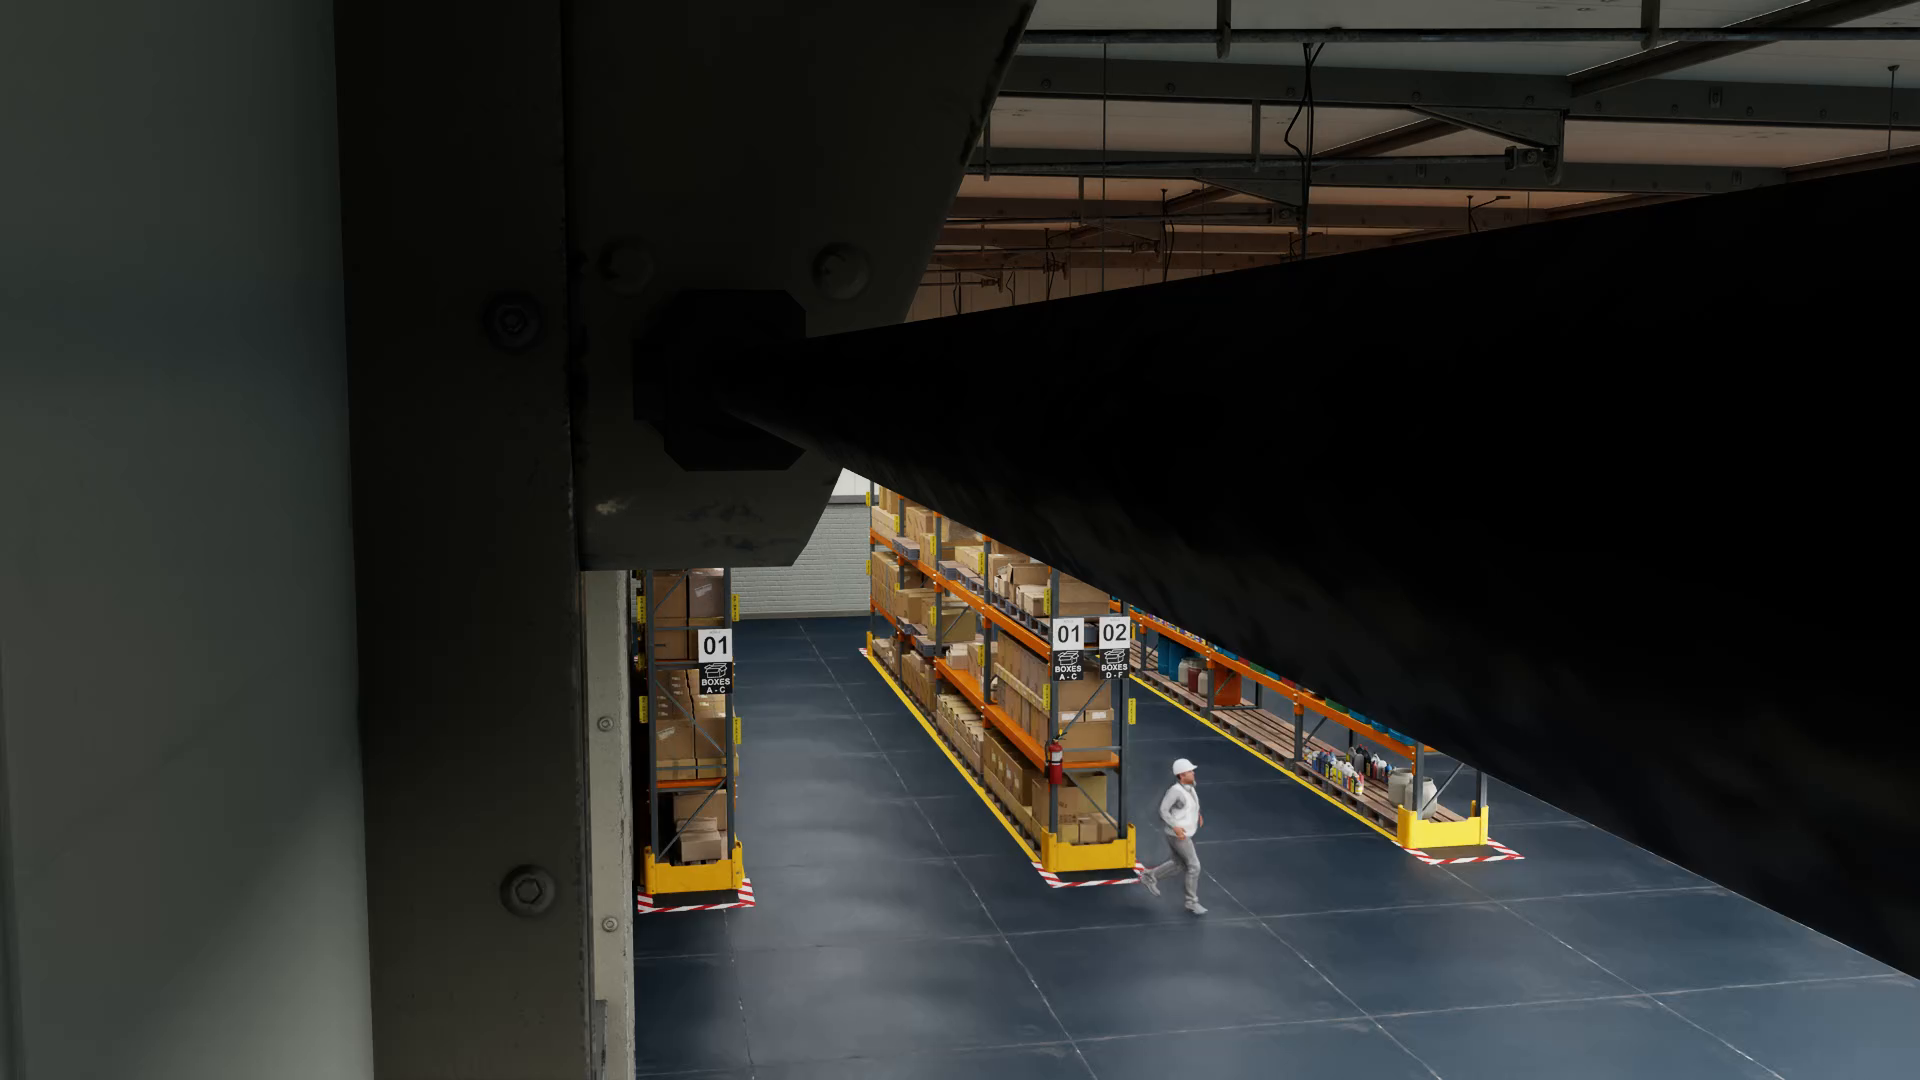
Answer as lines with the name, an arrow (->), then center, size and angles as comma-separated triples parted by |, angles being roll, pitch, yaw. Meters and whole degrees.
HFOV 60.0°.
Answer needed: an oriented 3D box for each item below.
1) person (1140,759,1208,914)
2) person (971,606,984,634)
person -> 2.522, 3.430, 19.436 | 0.834, 1.799, 0.669 | 2, 6, 20
person -> 0.362, 1.663, 36.655 | 0.602, 1.691, 0.854 | -4, 7, -37
